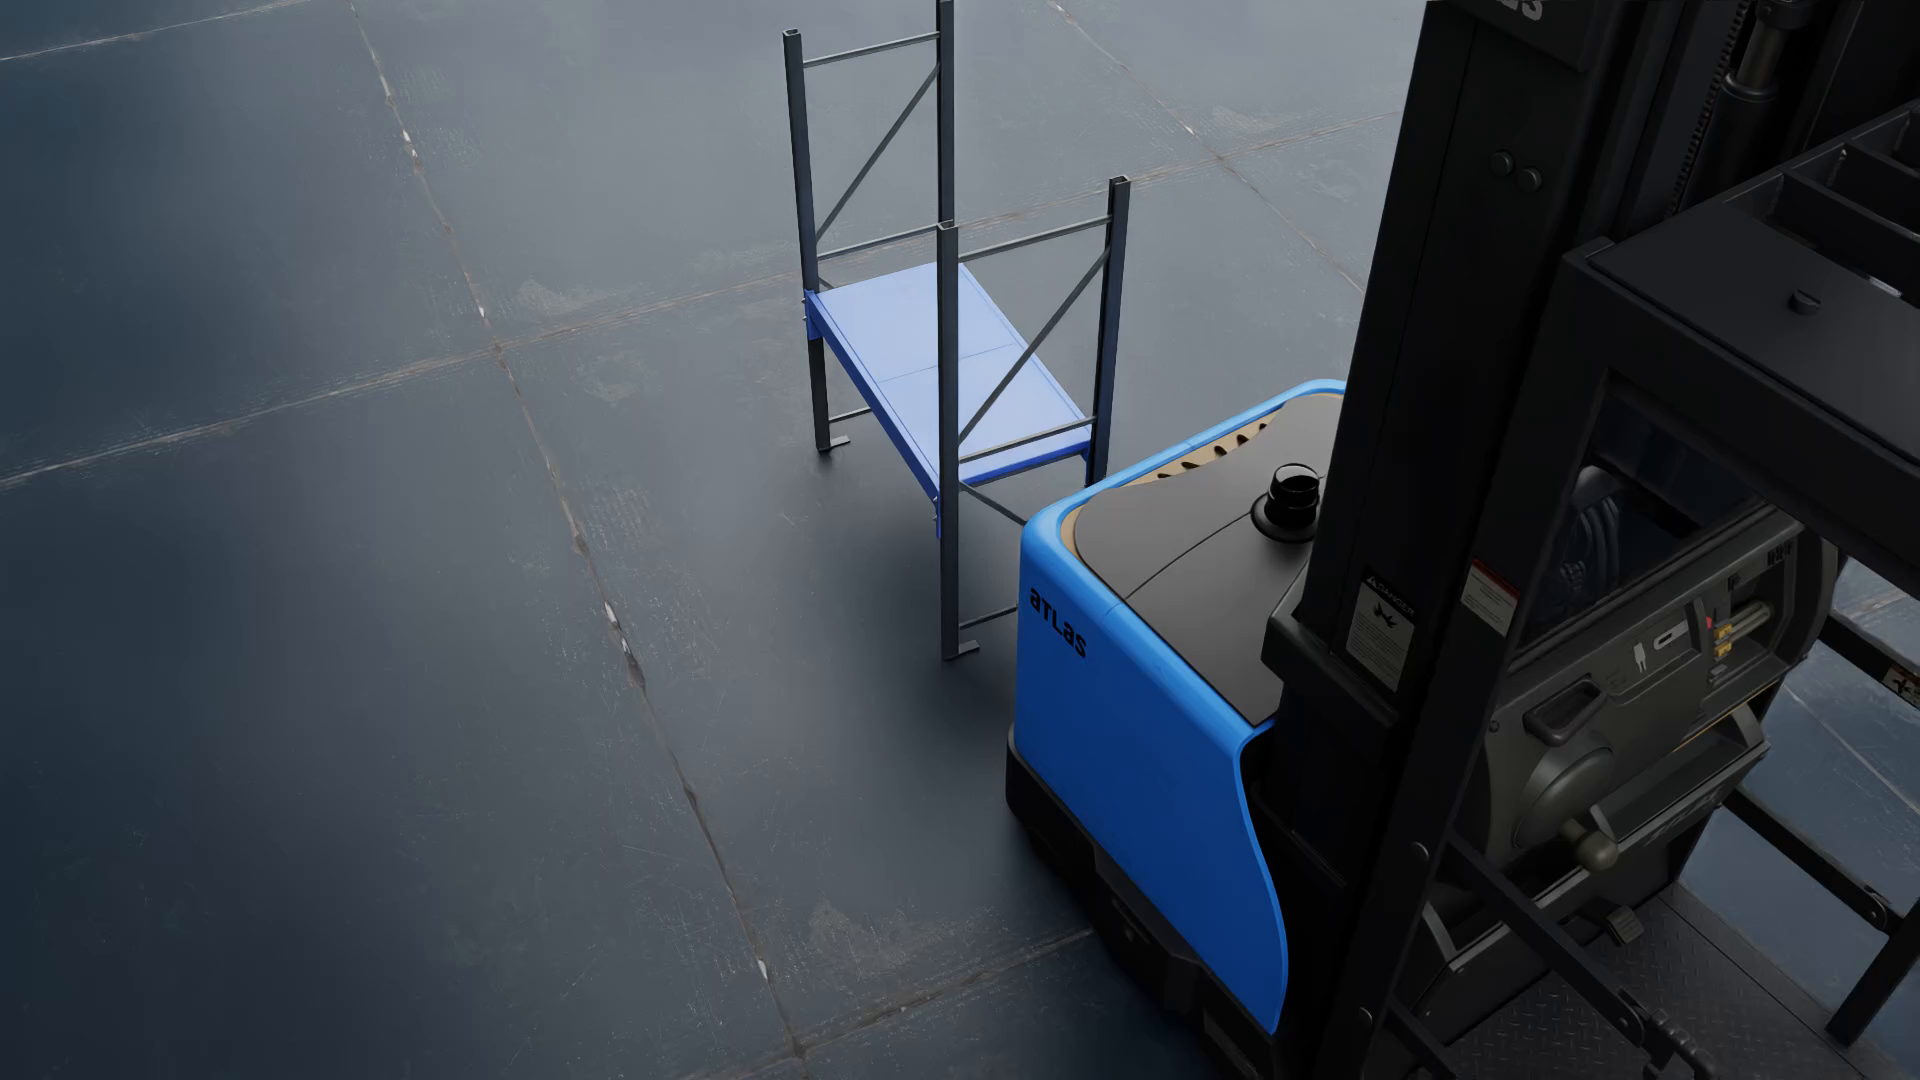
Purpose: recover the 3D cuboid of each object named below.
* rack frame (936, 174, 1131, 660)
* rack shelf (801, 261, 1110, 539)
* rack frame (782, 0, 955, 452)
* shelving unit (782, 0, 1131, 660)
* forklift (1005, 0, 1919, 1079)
[{"bbox_3d":[0.178,-0.264,4.450,0.500,1.500,0.032,-18,47,-17],"label":"rack frame"},{"bbox_3d":[-0.036,-0.460,4.905,0.538,0.185,1.000,-18,47,-17],"label":"rack shelf"},{"bbox_3d":[-0.250,-0.912,5.107,0.500,1.500,0.032,-18,47,-17],"label":"rack frame"},{"bbox_3d":[-0.036,-0.588,4.778,0.538,1.500,1.048,-18,47,-17],"label":"shelving unit"},{"bbox_3d":[1.367,0.340,2.819,1.130,2.935,3.031,-26,50,-24],"label":"forklift"}]
